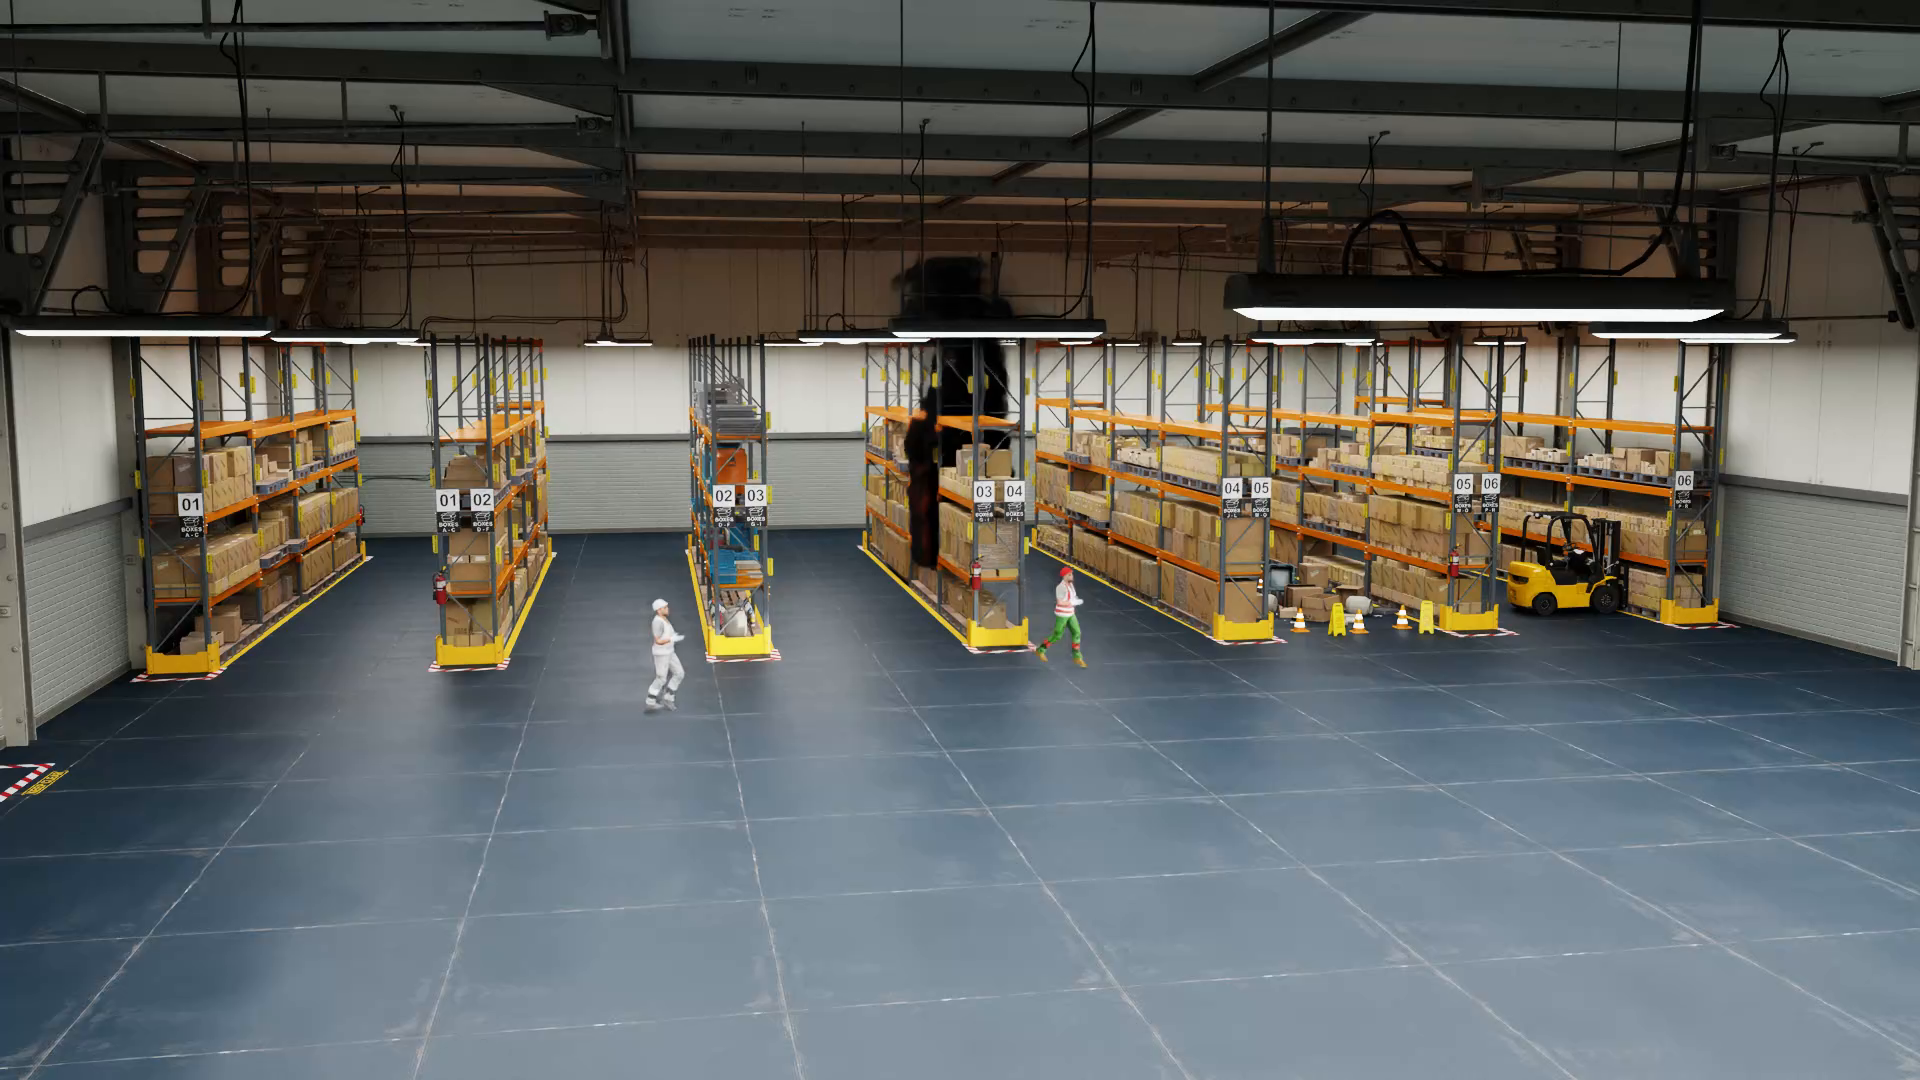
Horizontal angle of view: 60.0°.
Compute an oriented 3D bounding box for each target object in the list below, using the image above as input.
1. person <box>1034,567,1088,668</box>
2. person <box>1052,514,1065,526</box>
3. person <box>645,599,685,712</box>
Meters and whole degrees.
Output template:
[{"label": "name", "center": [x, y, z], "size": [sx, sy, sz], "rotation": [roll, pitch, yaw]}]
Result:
[{"label": "person", "center": [1.859, 1.383, 30.129], "size": [0.979, 1.814, 0.674], "rotation": [4, 8, 30]}, {"label": "person", "center": [3.047, -0.876, 49.666], "size": [0.981, 1.788, 0.702], "rotation": [-2, 7, -14]}, {"label": "person", "center": [-4.640, 1.837, 26.269], "size": [0.677, 1.820, 0.631], "rotation": [1, 7, 9]}]
